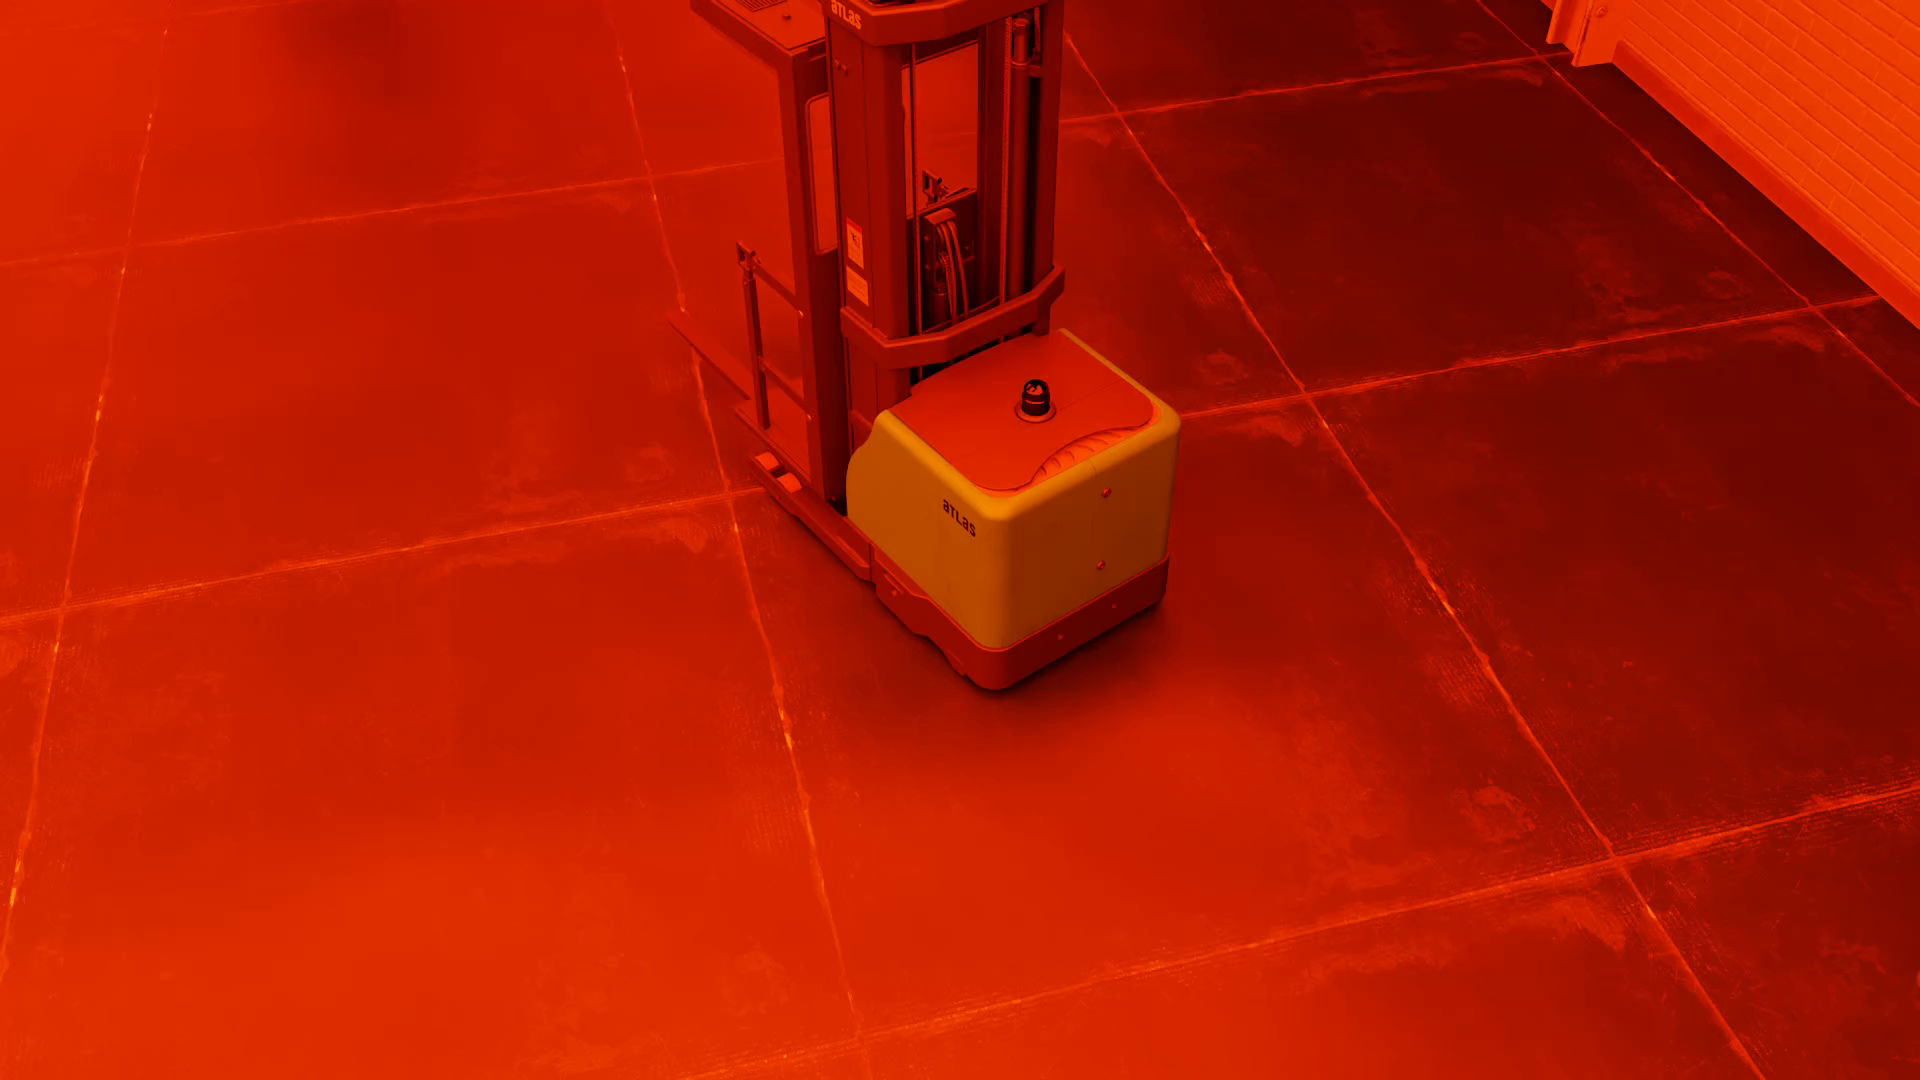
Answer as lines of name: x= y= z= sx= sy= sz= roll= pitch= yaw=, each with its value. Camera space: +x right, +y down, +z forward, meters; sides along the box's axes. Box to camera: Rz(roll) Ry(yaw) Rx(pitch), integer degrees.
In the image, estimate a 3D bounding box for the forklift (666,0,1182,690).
forklift: x=-0.366 y=-1.399 z=7.126 sx=1.130 sy=2.935 sz=3.031 roll=-27 pitch=50 yaw=-26
